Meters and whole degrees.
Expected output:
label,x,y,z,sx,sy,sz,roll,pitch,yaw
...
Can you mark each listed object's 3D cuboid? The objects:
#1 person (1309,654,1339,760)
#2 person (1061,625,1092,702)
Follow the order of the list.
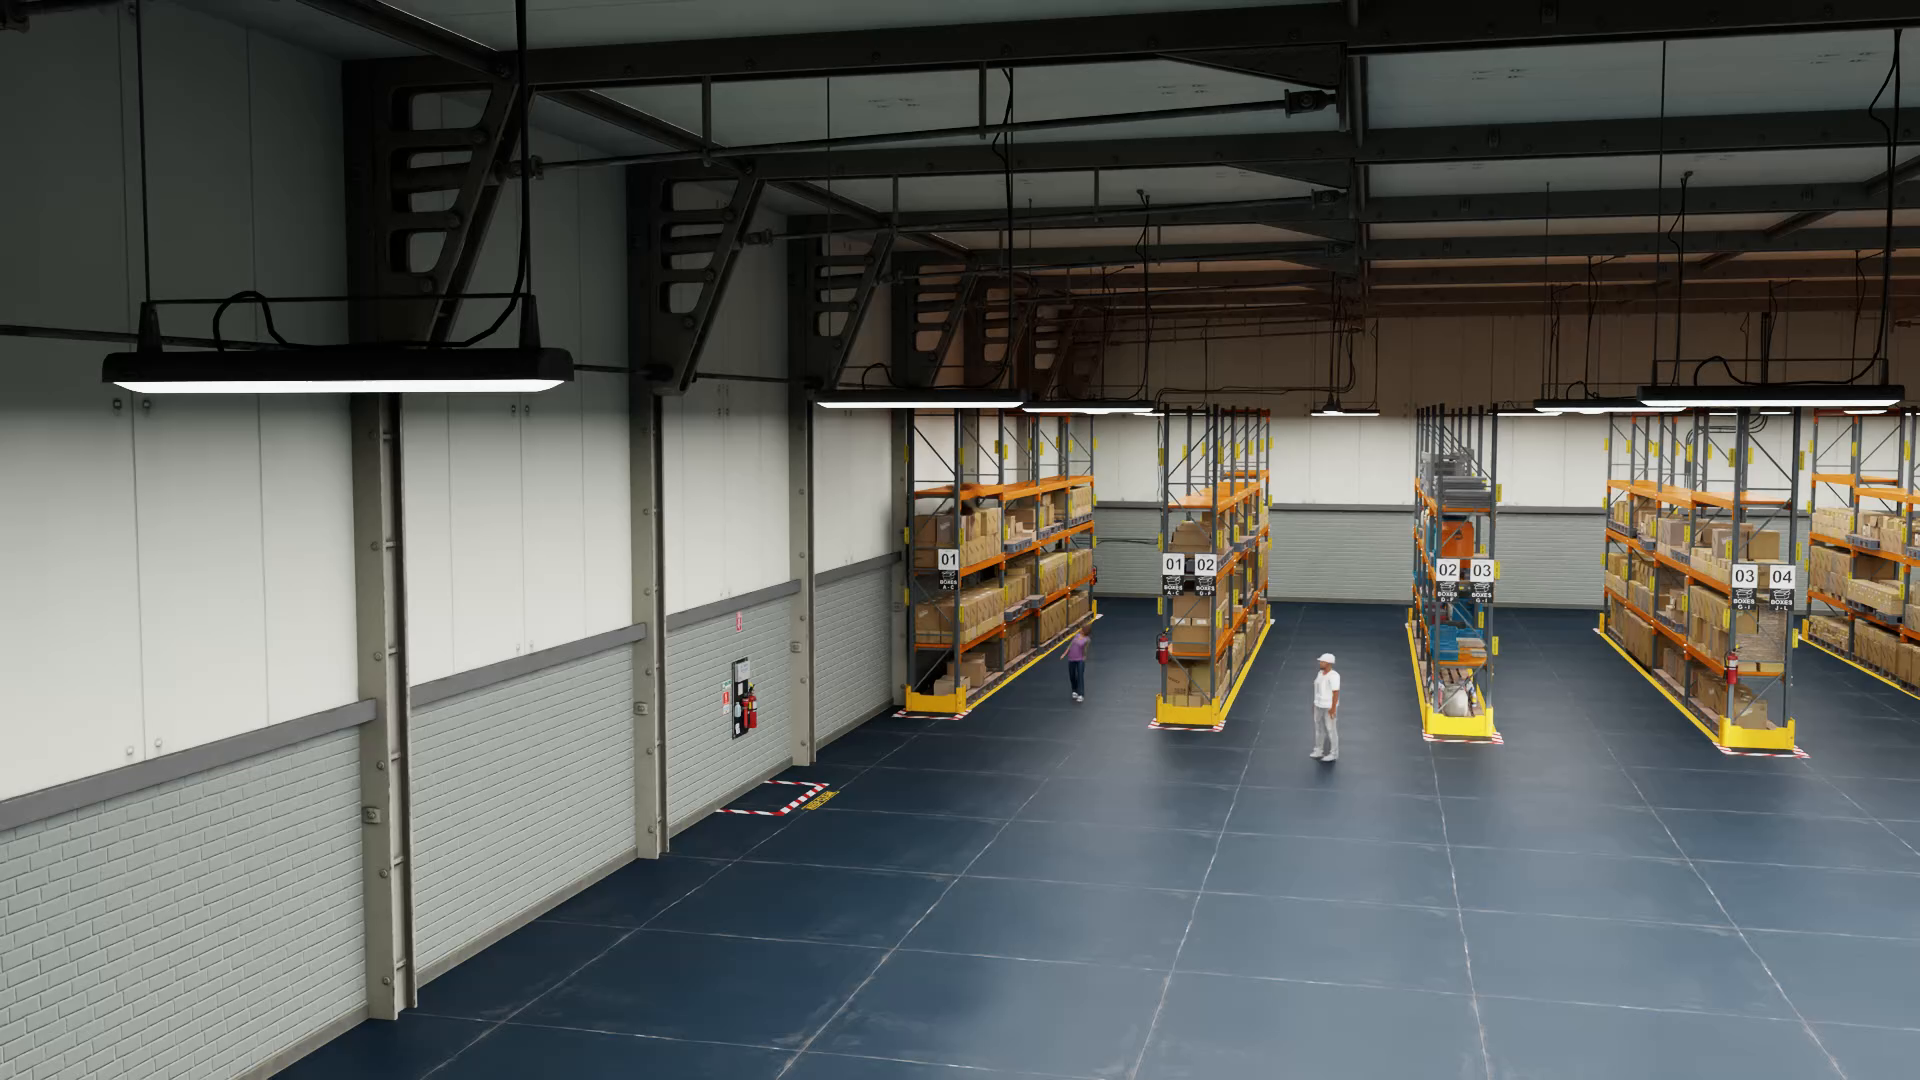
label,x,y,z,sx,sy,sz,roll,pitch,yaw
person,6.122,2.791,27.955,0.436,1.769,0.629,-3,5,-32
person,2.355,2.486,33.933,0.565,1.537,0.654,2,5,30
